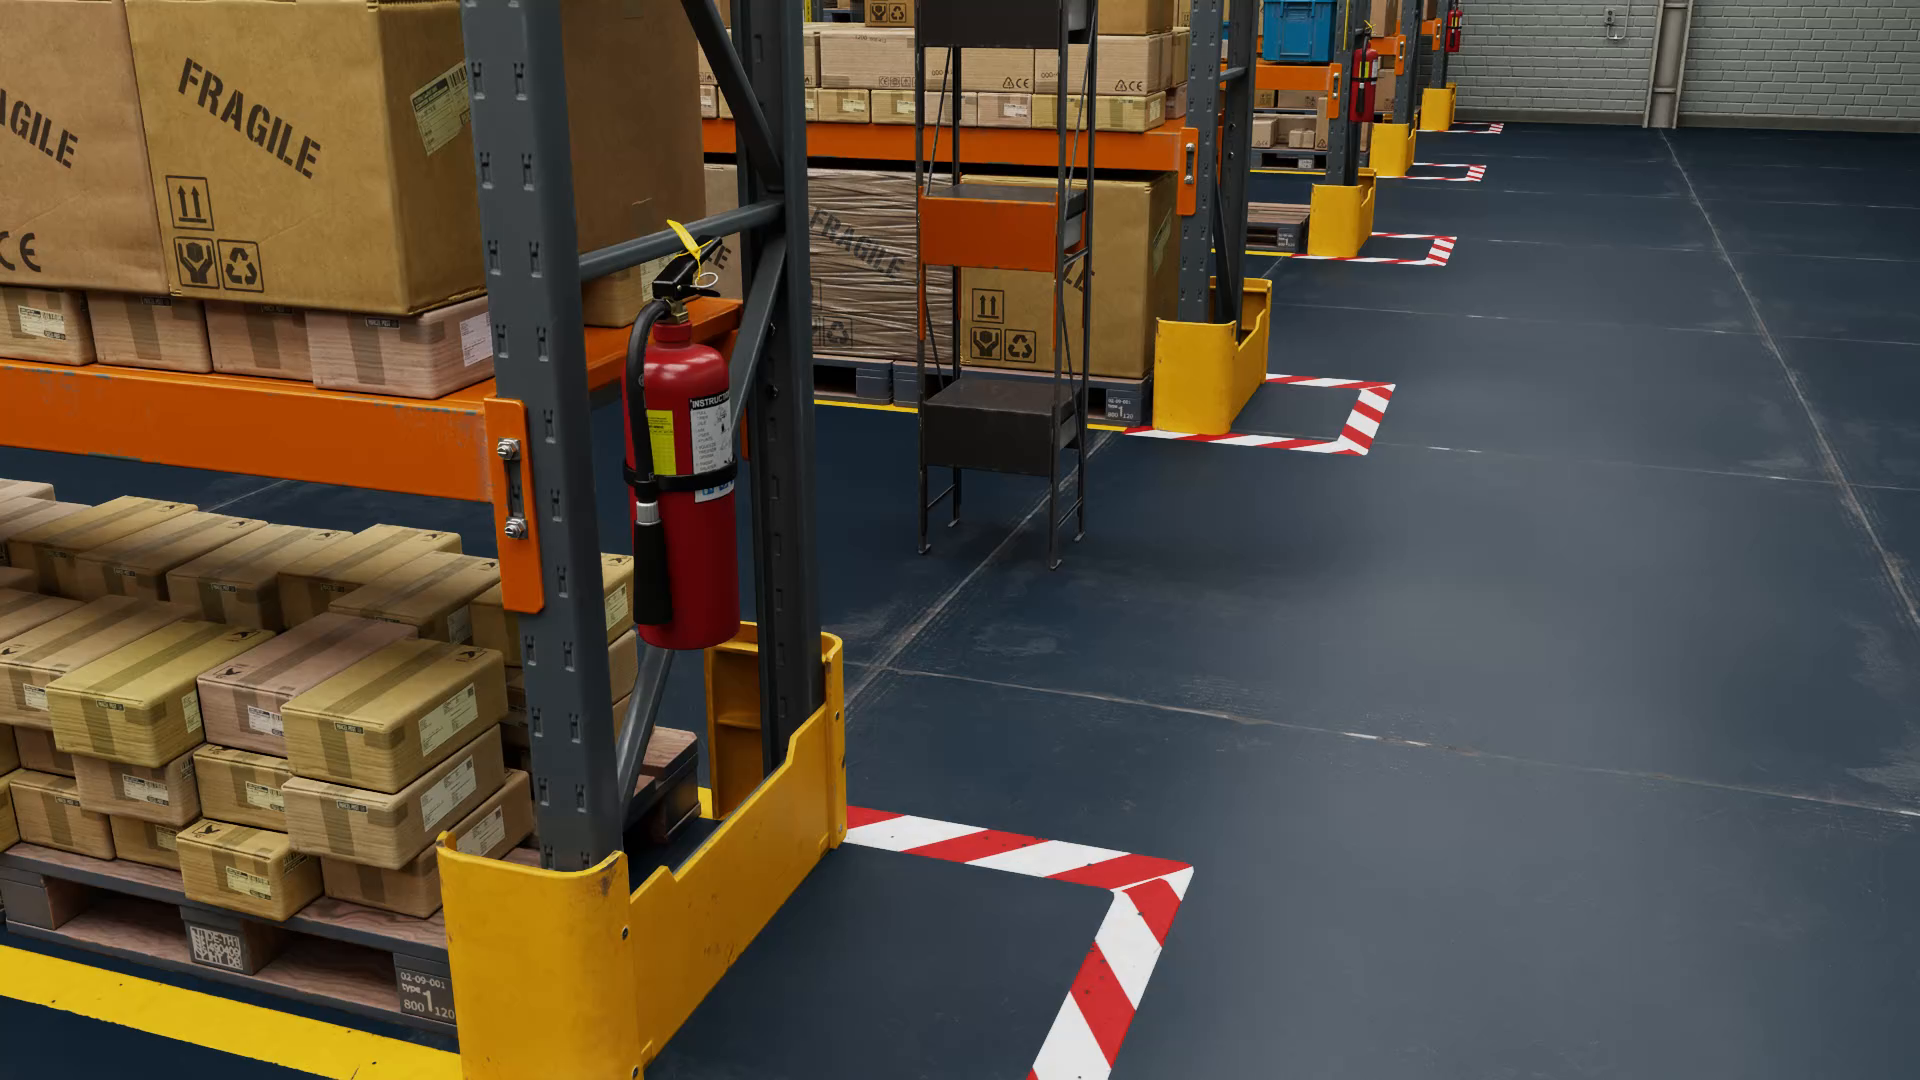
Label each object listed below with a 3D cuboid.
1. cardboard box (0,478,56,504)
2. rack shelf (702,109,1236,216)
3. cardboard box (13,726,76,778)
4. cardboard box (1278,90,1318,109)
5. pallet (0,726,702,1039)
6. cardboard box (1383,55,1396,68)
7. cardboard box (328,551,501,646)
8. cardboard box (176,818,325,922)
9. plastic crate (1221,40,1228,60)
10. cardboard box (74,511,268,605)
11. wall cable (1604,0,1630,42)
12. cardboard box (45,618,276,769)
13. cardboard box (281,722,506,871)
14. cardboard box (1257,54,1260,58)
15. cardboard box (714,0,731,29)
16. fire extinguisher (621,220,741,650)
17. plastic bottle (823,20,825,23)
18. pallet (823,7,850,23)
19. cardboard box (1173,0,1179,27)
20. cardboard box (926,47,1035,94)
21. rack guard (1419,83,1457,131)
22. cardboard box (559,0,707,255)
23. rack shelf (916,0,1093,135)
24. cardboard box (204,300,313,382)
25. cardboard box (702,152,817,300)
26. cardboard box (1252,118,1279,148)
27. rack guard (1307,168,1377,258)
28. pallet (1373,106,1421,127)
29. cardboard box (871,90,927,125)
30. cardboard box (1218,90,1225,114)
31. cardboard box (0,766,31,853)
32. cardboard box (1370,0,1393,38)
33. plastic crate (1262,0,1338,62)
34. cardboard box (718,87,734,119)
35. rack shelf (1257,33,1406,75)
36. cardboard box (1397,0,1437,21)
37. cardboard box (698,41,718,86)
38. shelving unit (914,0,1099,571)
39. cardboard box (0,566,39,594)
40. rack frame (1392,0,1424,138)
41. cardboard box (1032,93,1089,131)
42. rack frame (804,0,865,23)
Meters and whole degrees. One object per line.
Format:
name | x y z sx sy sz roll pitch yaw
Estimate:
cardboard box | -2.639 -0.036 4.412 0.250 0.149 0.380 6 20 16
rack shelf | -0.705 -1.954 8.219 4.000 0.370 1.077 7 20 18
cardboard box | -1.842 0.376 3.682 0.250 0.149 0.380 6 20 17
cardboard box | 4.419 -5.869 21.516 0.500 0.500 0.700 6 20 16
pallet | -1.366 0.663 3.853 1.213 0.211 1.003 7 20 18
cardboard box | 5.551 -6.116 21.238 0.250 0.149 0.380 7 20 18
cardboard box | -1.222 0.166 3.833 0.250 0.149 0.380 7 20 19
cardboard box | -1.380 0.613 3.454 0.250 0.149 0.380 7 20 20
plastic crate | 1.980 -3.554 12.023 0.243 0.136 0.396 7 20 18
cardboard box | -1.938 0.065 4.123 0.250 0.149 0.380 7 21 20
wall cable | 7.581 -7.334 21.015 1.851 1.984 0.084 7 20 18
cardboard box | -1.627 0.308 3.424 0.250 0.149 0.380 6 20 17
cardboard box | -1.131 0.492 3.348 0.250 0.149 0.380 6 20 17
cardboard box | 3.712 -6.192 21.457 0.250 0.149 0.380 6 20 17
cardboard box | -1.270 -2.692 7.879 0.500 0.500 0.500 6 20 16
fire extinguisher | -0.452 -0.163 2.672 0.183 0.674 0.296 7 20 18
plastic bottle | -1.175 -4.167 13.651 0.133 0.283 0.061 7 20 18
pallet | -1.279 -5.723 18.228 1.213 0.211 1.003 7 20 18
cardboard box | 2.009 -5.388 16.825 0.500 0.500 0.500 6 20 18
cardboard box | 0.161 -2.172 7.527 0.500 0.250 0.500 6 20 17
rack guard | 6.084 -5.515 21.139 0.348 0.500 1.175 7 20 18
cardboard box | -0.872 -0.869 3.408 0.500 0.500 0.500 8 21 21
rack shelf | 0.156 -1.622 5.453 0.480 0.518 0.431 7 20 18
cardboard box | -1.162 -0.414 3.088 0.250 0.149 0.380 6 20 18
cardboard box | -1.146 -1.512 8.446 0.875 0.875 0.875 7 20 18
cardboard box | 2.957 -4.161 16.966 0.500 0.250 0.500 7 20 18
rack guard | 2.837 -2.439 12.314 0.348 0.500 1.175 7 20 18
pallet | 5.280 -5.444 21.372 1.213 0.211 1.003 7 20 18
cardboard box | -0.225 -2.005 7.654 0.250 0.149 0.380 6 20 17
cardboard box | 2.437 -4.417 17.316 0.637 0.503 0.797 7 20 18
cardboard box | -2.101 0.527 3.701 0.250 0.149 0.380 6 20 16
cardboard box | 3.927 -5.169 16.195 0.500 0.500 0.500 7 20 20
plastic crate | 2.432 -3.641 11.820 0.499 0.435 0.616 7 20 18
cardboard box | -0.951 -2.088 7.891 0.250 0.149 0.380 6 20 16
rack shelf | 2.550 -5.034 17.054 4.000 0.370 1.077 7 20 18
cardboard box | 5.576 -6.892 20.835 0.700 0.700 0.980 7 21 21
cardboard box | -1.277 -2.338 8.002 0.500 0.250 0.500 7 20 19
shelving unit | 0.156 -0.974 5.679 0.503 2.100 0.431 7 20 18
cardboard box | -2.335 0.186 3.775 0.250 0.149 0.380 6 20 16
rack frame | 4.439 -5.158 16.315 0.127 3.000 1.000 7 20 18
cardboard box | 0.494 -1.923 7.417 0.250 0.149 0.380 7 20 19
rack frame | -0.968 -4.050 13.138 0.127 3.000 1.000 7 20 18
